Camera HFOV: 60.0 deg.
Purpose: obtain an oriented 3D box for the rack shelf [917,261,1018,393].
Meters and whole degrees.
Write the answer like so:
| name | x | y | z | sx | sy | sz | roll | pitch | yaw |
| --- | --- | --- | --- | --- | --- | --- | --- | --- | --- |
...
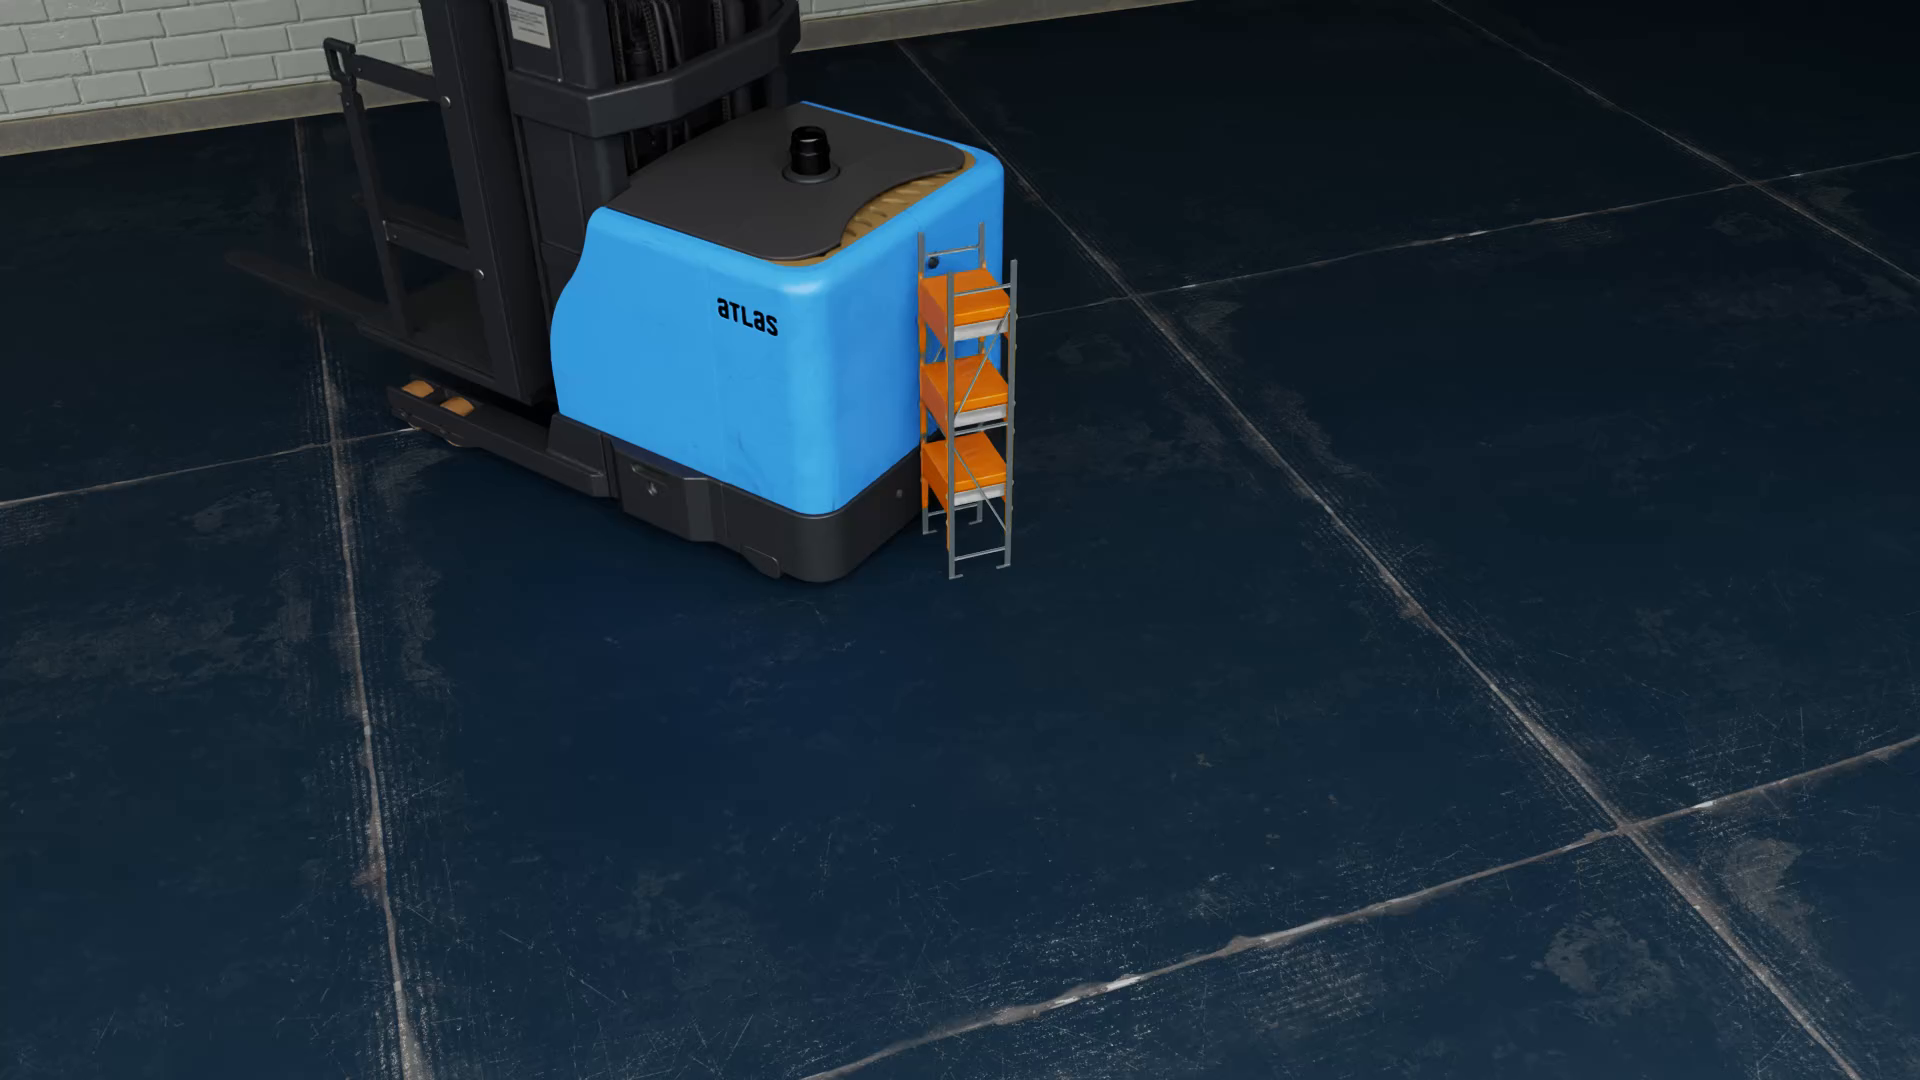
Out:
| name | x | y | z | sx | sy | sz | roll | pitch | yaw |
| --- | --- | --- | --- | --- | --- | --- | --- | --- | --- |
| rack shelf | 0.018 | -0.607 | 4.730 | 0.215 | 0.259 | 0.240 | -12 | 39 | -16 |

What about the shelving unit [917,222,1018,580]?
| name | x | y | z | sx | sy | sz | roll | pitch | yaw |
| --- | --- | --- | --- | --- | --- | --- | --- | --- | --- |
| shelving unit | 0.018 | -0.389 | 4.894 | 0.215 | 1.050 | 0.252 | -12 | 39 | -16 |

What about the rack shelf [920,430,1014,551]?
| name | x | y | z | sx | sy | sz | roll | pitch | yaw |
| --- | --- | --- | --- | --- | --- | --- | --- | --- | --- |
| rack shelf | 0.018 | -0.159 | 5.068 | 0.215 | 0.259 | 0.240 | -12 | 39 | -16 |

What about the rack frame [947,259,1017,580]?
| name | x | y | z | sx | sy | sz | roll | pitch | yaw |
| --- | --- | --- | --- | --- | --- | --- | --- | --- | --- |
| rack frame | 0.060 | -0.320 | 4.803 | 0.200 | 1.050 | 0.008 | -12 | 39 | -16 |

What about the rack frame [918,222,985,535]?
| name | x | y | z | sx | sy | sz | roll | pitch | yaw |
| --- | --- | --- | --- | --- | --- | --- | --- | --- | --- |
| rack frame | -0.024 | -0.458 | 4.986 | 0.200 | 1.050 | 0.008 | -12 | 39 | -16 |

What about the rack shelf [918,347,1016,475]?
| name | x | y | z | sx | sy | sz | roll | pitch | yaw |
| --- | --- | --- | --- | --- | --- | --- | --- | --- | --- |
| rack shelf | 0.018 | -0.381 | 4.900 | 0.215 | 0.259 | 0.240 | -12 | 39 | -16 |

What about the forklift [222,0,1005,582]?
| name | x | y | z | sx | sy | sz | roll | pitch | yaw |
| --- | --- | --- | --- | --- | --- | --- | --- | --- | --- |
| forklift | -1.360 | -1.730 | 5.111 | 3.031 | 2.935 | 1.130 | 22 | 42 | 26 |
